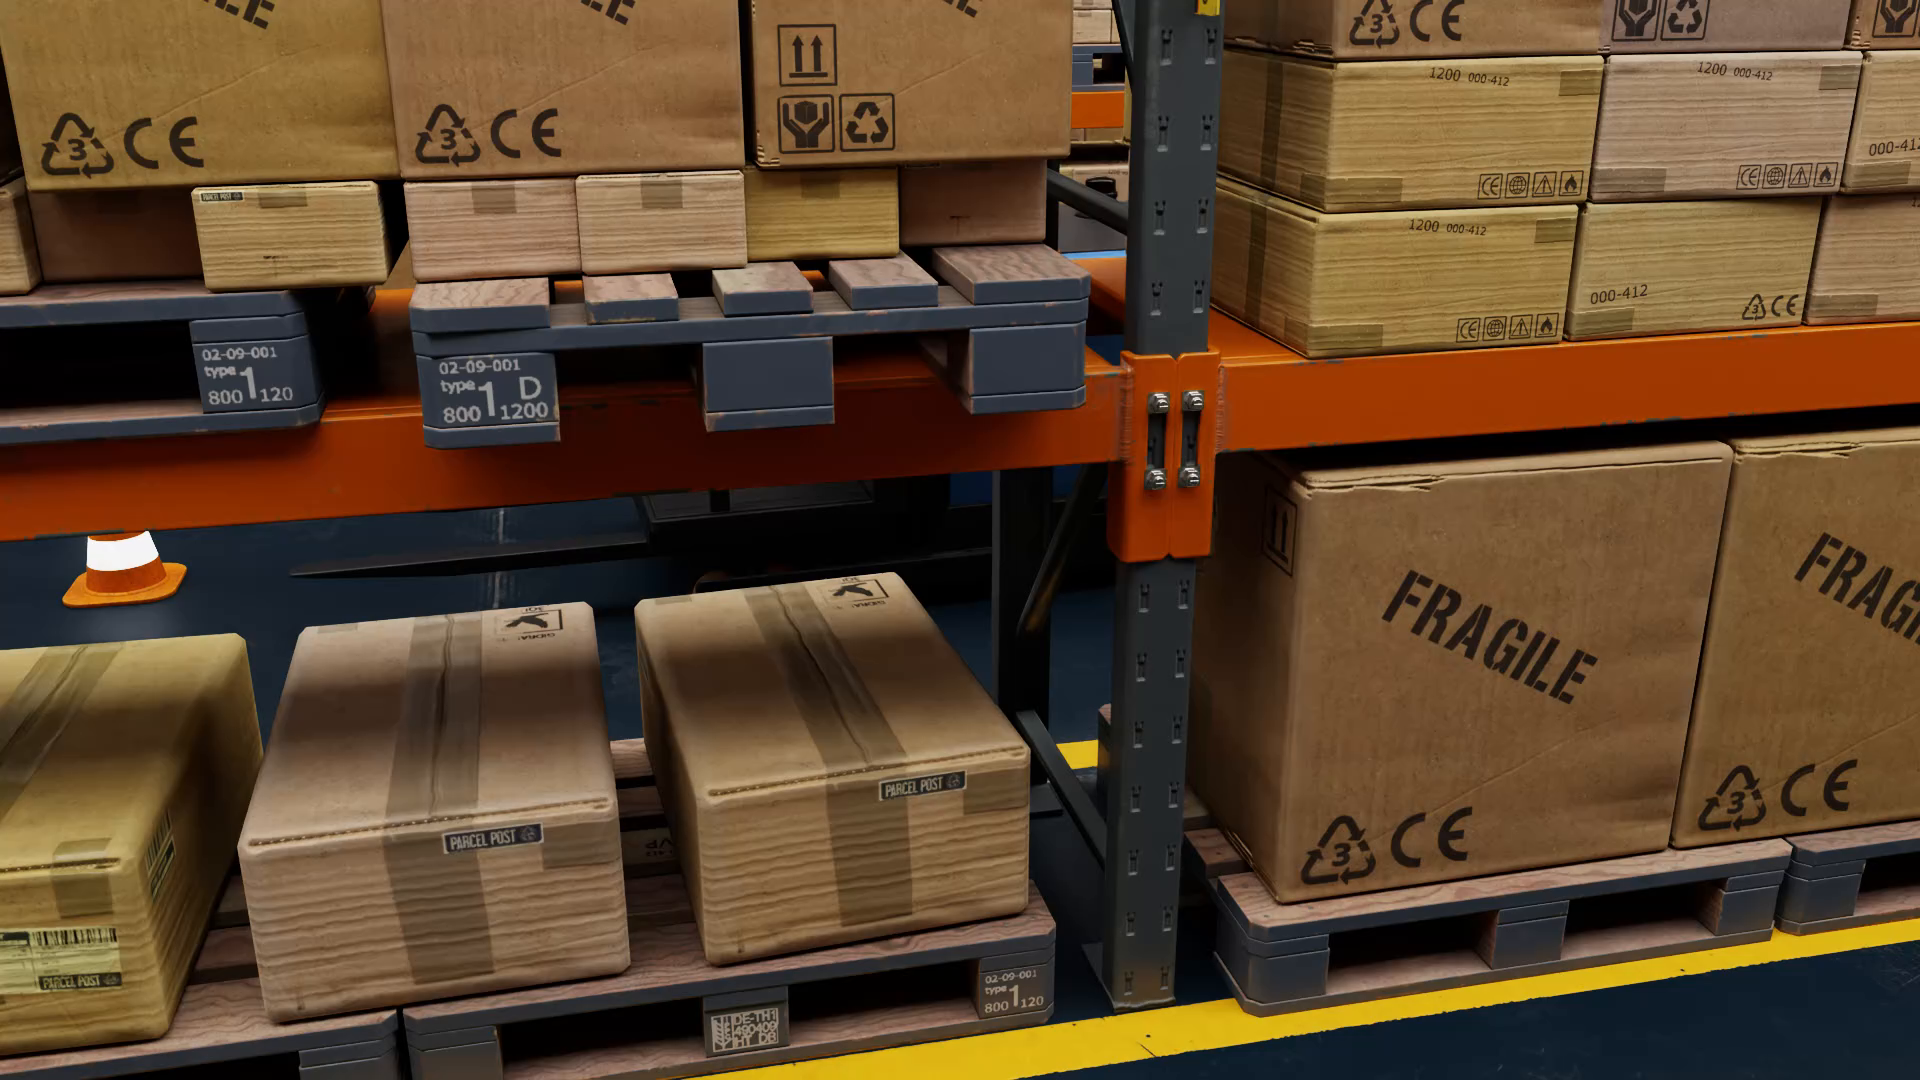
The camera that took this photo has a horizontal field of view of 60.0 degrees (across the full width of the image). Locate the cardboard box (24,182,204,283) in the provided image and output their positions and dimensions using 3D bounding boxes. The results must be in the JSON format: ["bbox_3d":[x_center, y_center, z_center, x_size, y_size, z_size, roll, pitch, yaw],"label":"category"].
[{"bbox_3d":[-1.279,-0.521,2.630,0.250,0.149,0.380,-4,21,-12],"label":"cardboard box"}]

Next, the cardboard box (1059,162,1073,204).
[{"bbox_3d":[0.233,-1.686,7.991,0.500,0.250,0.500,-5,21,-13],"label":"cardboard box"}]

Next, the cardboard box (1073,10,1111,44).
[{"bbox_3d":[0.539,-2.431,7.844,0.250,0.149,0.380,-4,20,-11],"label":"cardboard box"}]

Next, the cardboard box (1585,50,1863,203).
[{"bbox_3d":[1.303,-0.811,3.158,0.500,0.250,0.500,-4,21,-11],"label":"cardboard box"}]

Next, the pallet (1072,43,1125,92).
[{"bbox_3d":[0.930,-2.377,8.223,1.213,0.211,1.003,-5,21,-12],"label":"pallet"}]

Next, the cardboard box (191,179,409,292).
[{"bbox_3d":[-1.005,-0.499,2.570,0.250,0.149,0.380,-4,21,-12],"label":"cardboard box"}]

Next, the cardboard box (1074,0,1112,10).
[{"bbox_3d":[0.540,-2.571,7.794,0.250,0.149,0.380,-5,21,-12],"label":"cardboard box"}]

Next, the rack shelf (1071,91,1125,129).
[{"bbox_3d":[0.959,-2.118,8.281,4.000,0.370,1.077,-5,21,-12],"label":"rack shelf"}]

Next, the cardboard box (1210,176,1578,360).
[{"bbox_3d":[0.784,-0.532,3.125,0.500,0.250,0.500,-5,21,-13],"label":"cardboard box"}]

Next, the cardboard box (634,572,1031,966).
[{"bbox_3d":[-0.302,0.430,3.490,0.625,0.372,0.950,-6,21,-16],"label":"cardboard box"}]

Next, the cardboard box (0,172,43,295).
[{"bbox_3d":[-1.504,-0.474,2.501,0.250,0.149,0.380,-5,21,-14],"label":"cardboard box"}]

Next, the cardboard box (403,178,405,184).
[{"bbox_3d":[-0.941,-0.732,3.206,0.250,0.149,0.380,-5,21,-12],"label":"cardboard box"}]

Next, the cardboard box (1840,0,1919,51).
[{"bbox_3d":[1.774,-1.200,3.131,0.500,0.500,0.500,-4,21,-11],"label":"cardboard box"}]

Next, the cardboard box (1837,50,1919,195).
[{"bbox_3d":[1.791,-0.846,3.254,0.500,0.250,0.500,-5,21,-13],"label":"cardboard box"}]

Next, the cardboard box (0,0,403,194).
[{"bbox_3d":[-1.120,-0.818,2.499,0.500,0.500,0.500,-6,21,-16],"label":"cardboard box"}]

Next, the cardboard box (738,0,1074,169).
[{"bbox_3d":[-0.128,-0.903,2.730,0.500,0.500,0.500,-5,21,-14],"label":"cardboard box"}]

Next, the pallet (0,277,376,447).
[{"bbox_3d":[-1.667,-0.388,2.791,1.213,0.211,1.003,-5,21,-12],"label":"pallet"}]

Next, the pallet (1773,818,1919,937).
[{"bbox_3d":[2.220,0.529,4.065,1.213,0.211,1.003,-5,21,-12],"label":"pallet"}]

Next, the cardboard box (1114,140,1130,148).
[{"bbox_3d":[1.111,-1.937,8.676,0.500,0.250,0.500,-4,20,-10],"label":"cardboard box"}]

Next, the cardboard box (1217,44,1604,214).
[{"bbox_3d":[0.800,-0.770,3.047,0.500,0.250,0.500,-5,21,-13],"label":"cardboard box"}]

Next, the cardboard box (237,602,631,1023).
[{"bbox_3d":[-1.018,0.491,3.323,0.625,0.372,0.950,-5,21,-14],"label":"cardboard box"}]

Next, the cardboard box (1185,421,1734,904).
[{"bbox_3d":[0.941,0.125,3.590,0.875,0.875,0.875,-5,21,-13],"label":"cardboard box"}]

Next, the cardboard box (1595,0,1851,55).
[{"bbox_3d":[1.267,-1.164,3.033,0.500,0.500,0.500,-5,21,-12],"label":"cardboard box"}]

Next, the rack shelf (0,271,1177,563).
[{"bbox_3d":[-1.696,-0.152,2.915,4.000,0.370,1.077,-5,21,-12],"label":"rack shelf"}]

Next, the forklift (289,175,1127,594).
[{"bbox_3d":[-0.606,-1.316,5.147,3.031,2.935,1.130,-6,21,-15],"label":"forklift"}]

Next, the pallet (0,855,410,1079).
[{"bbox_3d":[-1.696,0.818,3.275,1.213,0.211,1.003,-5,21,-12],"label":"pallet"}]

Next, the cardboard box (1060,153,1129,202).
[{"bbox_3d":[0.718,-1.721,8.086,0.500,0.250,0.500,-4,21,-12],"label":"cardboard box"}]

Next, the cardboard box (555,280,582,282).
[{"bbox_3d":[-1.601,-1.420,7.990,0.750,0.750,1.050,-5,21,-13],"label":"cardboard box"}]

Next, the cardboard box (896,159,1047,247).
[{"bbox_3d":[-0.015,-0.623,2.908,0.250,0.149,0.380,-4,20,-10],"label":"cardboard box"}]

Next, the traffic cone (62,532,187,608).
[{"bbox_3d":[-2.706,-0.065,5.319,0.334,0.463,0.336,-5,21,-12],"label":"traffic cone"}]

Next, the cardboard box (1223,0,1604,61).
[{"bbox_3d":[0.786,-1.122,2.917,0.500,0.500,0.500,-5,21,-14],"label":"cardboard box"}]

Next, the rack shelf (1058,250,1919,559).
[{"bbox_3d":[2.196,-0.469,3.779,4.000,0.370,1.077,-5,21,-12],"label":"rack shelf"}]

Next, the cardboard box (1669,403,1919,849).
[{"bbox_3d":[1.810,0.056,3.779,0.875,0.875,0.875,-4,21,-12],"label":"cardboard box"}]

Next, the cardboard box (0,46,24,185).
[{"bbox_3d":[-1.651,-0.775,2.381,0.500,0.500,0.500,-6,21,-15],"label":"cardboard box"}]

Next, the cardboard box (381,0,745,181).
[{"bbox_3d":[-0.629,-0.858,2.609,0.500,0.500,0.500,-5,21,-13],"label":"cardboard box"}]

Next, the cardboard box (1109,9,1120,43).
[{"bbox_3d":[0.784,-2.450,7.896,0.250,0.149,0.380,-4,21,-12],"label":"cardboard box"}]

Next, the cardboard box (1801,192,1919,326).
[{"bbox_3d":[1.792,-0.618,3.360,0.500,0.250,0.500,-4,20,-11],"label":"cardboard box"}]

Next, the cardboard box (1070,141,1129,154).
[{"bbox_3d":[0.605,-1.893,8.555,0.500,0.250,0.500,-4,21,-11],"label":"cardboard box"}]

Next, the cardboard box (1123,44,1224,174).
[{"bbox_3d":[0.663,-0.936,3.500,0.500,0.250,0.500,-5,21,-13],"label":"cardboard box"}]

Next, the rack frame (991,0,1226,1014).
[{"bbox_3d":[0.250,-0.648,3.223,0.127,3.000,1.000,-5,21,-12],"label":"rack frame"}]

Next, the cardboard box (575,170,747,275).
[{"bbox_3d":[-0.494,-0.542,2.689,0.250,0.149,0.380,-5,21,-13],"label":"cardboard box"}]

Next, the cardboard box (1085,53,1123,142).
[{"bbox_3d":[1.244,-3.424,13.280,0.875,0.875,1.225,-5,21,-12],"label":"cardboard box"}]

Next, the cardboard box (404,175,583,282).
[{"bbox_3d":[-0.741,-0.525,2.642,0.250,0.149,0.380,-6,21,-15],"label":"cardboard box"}]

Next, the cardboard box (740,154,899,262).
[{"bbox_3d":[-0.259,-0.577,2.784,0.250,0.149,0.380,-4,21,-12],"label":"cardboard box"}]

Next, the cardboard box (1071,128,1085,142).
[{"bbox_3d":[0.375,-3.353,13.086,0.875,0.875,1.225,-5,21,-14],"label":"cardboard box"}]

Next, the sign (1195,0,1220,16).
[{"bbox_3d":[0.384,-0.974,2.544,0.005,0.325,0.100,-5,21,-12],"label":"sign"}]

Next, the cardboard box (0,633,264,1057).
[{"bbox_3d":[-1.758,0.549,3.165,0.625,0.372,0.950,-4,20,-11],"label":"cardboard box"}]

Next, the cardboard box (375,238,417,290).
[{"bbox_3d":[-2.451,-1.350,7.798,0.750,0.750,1.050,-4,21,-12],"label":"cardboard box"}]

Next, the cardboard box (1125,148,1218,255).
[{"bbox_3d":[0.683,-0.705,3.596,0.500,0.250,0.500,-5,21,-14],"label":"cardboard box"}]

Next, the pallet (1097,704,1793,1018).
[{"bbox_3d":[1.035,0.624,3.804,1.213,0.211,1.003,-5,21,-12],"label":"pallet"}]

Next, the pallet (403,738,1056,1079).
[{"bbox_3d":[-0.511,0.722,3.535,1.213,0.211,1.003,-5,21,-12],"label":"pallet"}]

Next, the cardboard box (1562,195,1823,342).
[{"bbox_3d":[1.280,-0.579,3.252,0.500,0.250,0.500,-5,21,-14],"label":"cardboard box"}]

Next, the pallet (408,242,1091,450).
[{"bbox_3d":[-0.419,-0.466,3.005,1.003,0.211,1.213,-5,21,-12],"label":"pallet"}]
